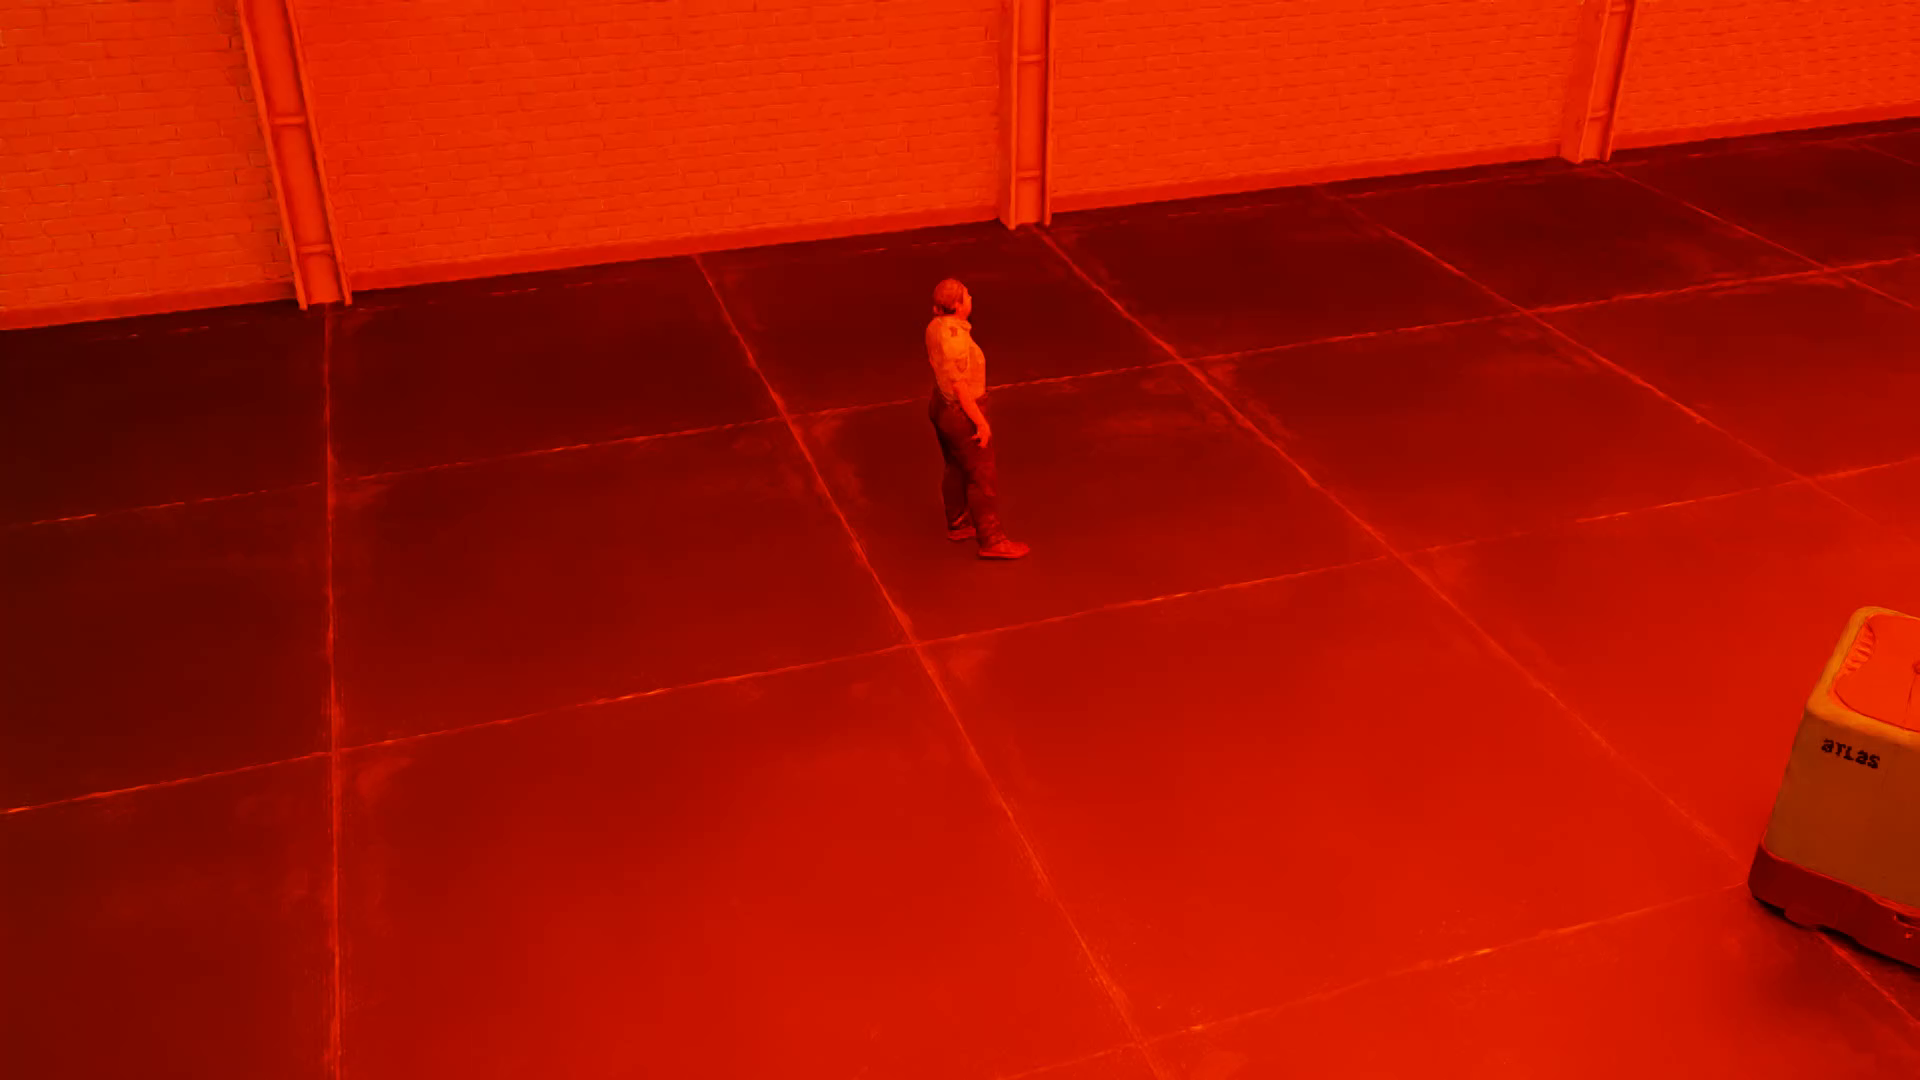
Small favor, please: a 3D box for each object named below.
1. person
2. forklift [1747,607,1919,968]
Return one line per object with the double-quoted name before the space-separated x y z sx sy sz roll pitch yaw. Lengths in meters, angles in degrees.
"person" 0.092 -0.718 9.621 0.502 1.637 0.599 -10 31 -16
"forklift" 4.920 0.565 6.104 3.031 2.935 1.130 20 36 31
